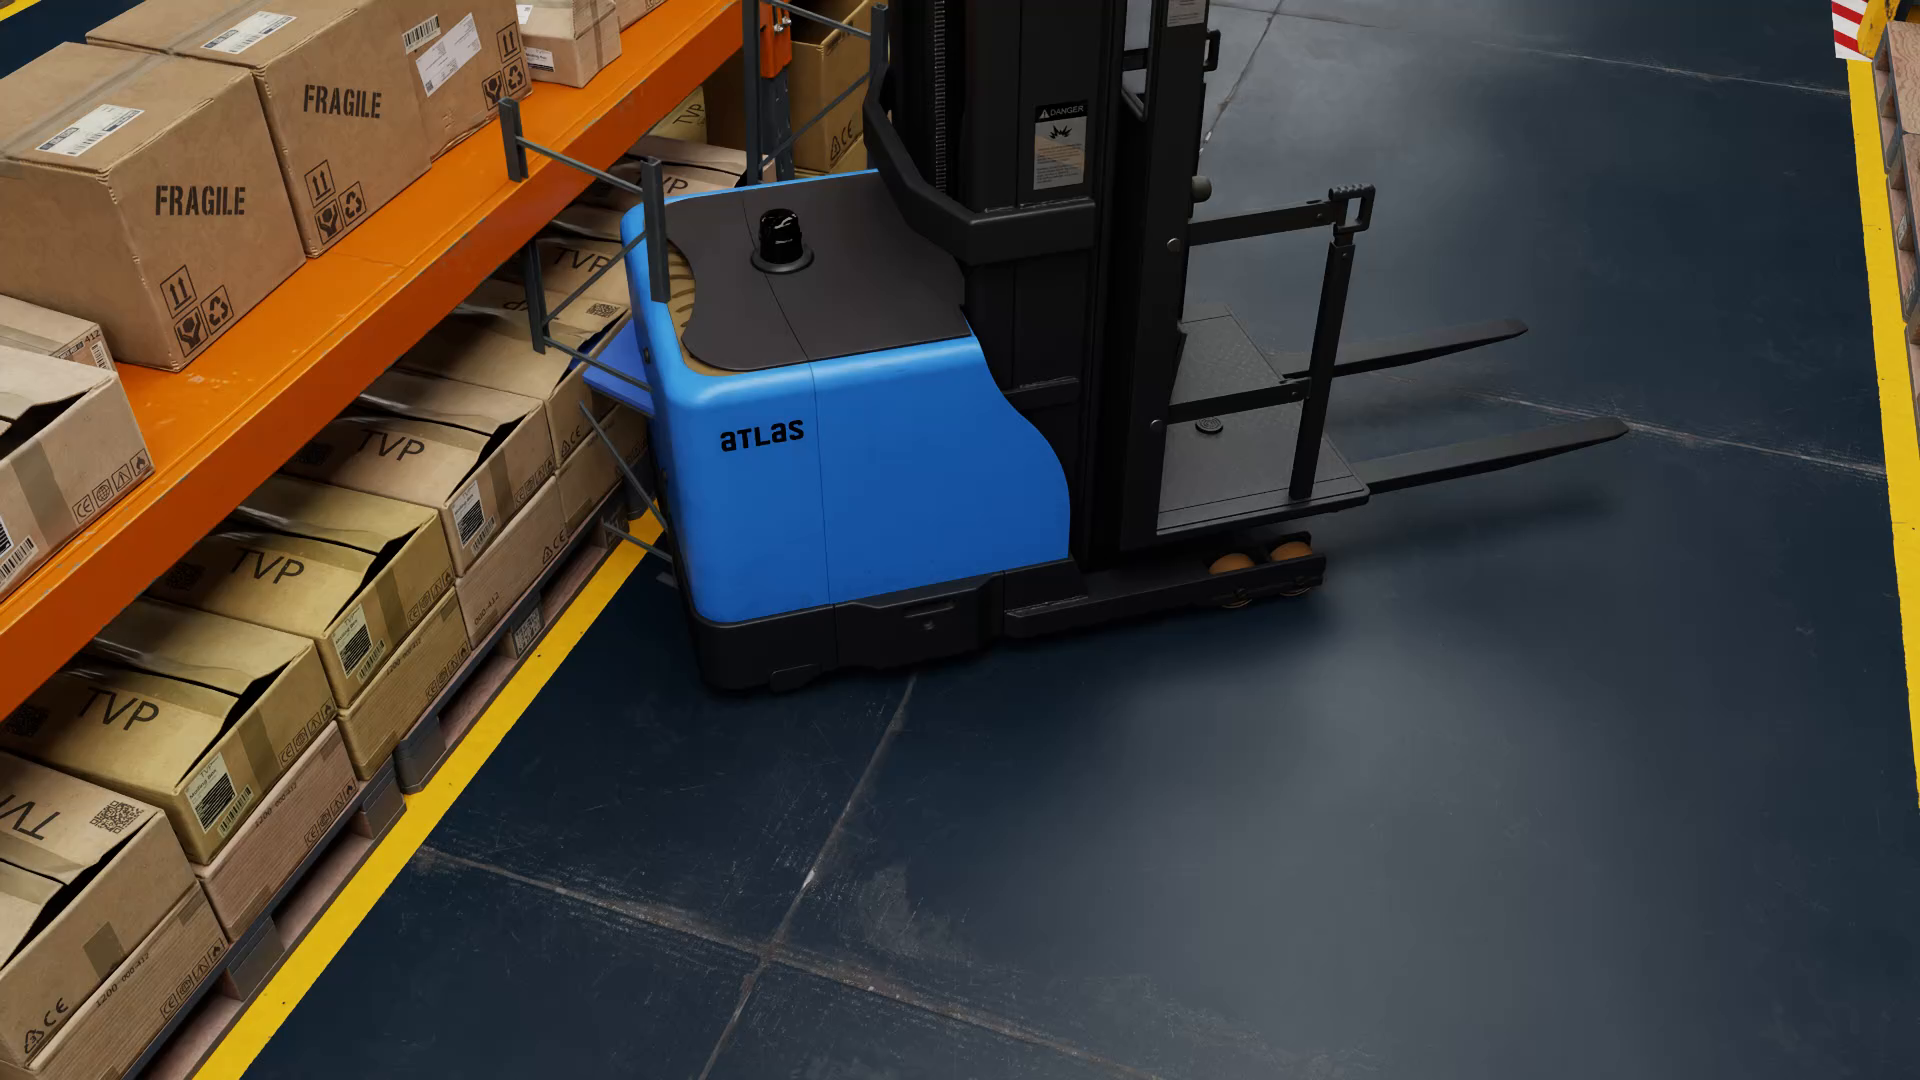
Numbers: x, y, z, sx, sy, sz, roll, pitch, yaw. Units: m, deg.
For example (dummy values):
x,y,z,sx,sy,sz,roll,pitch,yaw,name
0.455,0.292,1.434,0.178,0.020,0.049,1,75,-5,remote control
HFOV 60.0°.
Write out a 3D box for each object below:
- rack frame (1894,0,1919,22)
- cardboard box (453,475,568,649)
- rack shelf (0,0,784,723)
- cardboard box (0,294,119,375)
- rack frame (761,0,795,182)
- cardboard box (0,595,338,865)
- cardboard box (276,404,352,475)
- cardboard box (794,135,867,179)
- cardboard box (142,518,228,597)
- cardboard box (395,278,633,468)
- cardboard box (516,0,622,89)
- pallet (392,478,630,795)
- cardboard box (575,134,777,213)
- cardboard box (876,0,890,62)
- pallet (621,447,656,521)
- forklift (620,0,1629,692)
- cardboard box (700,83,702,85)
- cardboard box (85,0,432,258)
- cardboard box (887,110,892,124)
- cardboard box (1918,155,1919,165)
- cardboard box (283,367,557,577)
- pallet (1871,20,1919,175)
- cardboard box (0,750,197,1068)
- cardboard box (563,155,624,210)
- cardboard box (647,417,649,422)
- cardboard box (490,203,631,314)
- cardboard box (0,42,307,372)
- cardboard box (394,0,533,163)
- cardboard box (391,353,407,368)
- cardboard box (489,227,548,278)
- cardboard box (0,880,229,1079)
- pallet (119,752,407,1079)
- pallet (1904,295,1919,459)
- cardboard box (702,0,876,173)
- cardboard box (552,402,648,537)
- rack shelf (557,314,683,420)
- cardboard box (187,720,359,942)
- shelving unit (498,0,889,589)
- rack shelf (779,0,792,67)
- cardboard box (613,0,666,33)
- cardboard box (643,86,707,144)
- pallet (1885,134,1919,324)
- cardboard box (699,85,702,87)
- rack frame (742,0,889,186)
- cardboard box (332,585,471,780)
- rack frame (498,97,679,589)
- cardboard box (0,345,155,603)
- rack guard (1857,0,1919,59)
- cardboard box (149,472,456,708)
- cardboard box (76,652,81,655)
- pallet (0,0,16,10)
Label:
x,y,z,sx,sy,sz,roll,pitch,yaw,name
4.941,-3.475,7.012,1.000,3.000,0.127,13,42,15,rack frame
-1.477,0.002,4.732,0.500,0.250,0.500,14,42,16,cardboard box
-1.767,-0.639,4.242,1.077,0.370,4.000,13,42,15,rack shelf
-2.068,-0.387,3.587,0.380,0.149,0.250,16,43,18,cardboard box
-1.084,-2.132,5.438,1.000,3.000,0.127,13,42,15,rack frame
-1.825,0.404,3.829,0.500,0.311,0.500,12,42,14,cardboard box
-1.983,-0.325,4.682,0.500,0.311,0.500,14,43,16,cardboard box
-0.640,-1.462,6.447,0.500,0.250,0.500,13,42,15,cardboard box
-2.157,-0.020,4.325,0.500,0.311,0.500,13,42,15,cardboard box
-1.298,-0.526,4.919,0.500,0.311,0.500,13,42,15,cardboard box
-1.212,-1.504,4.805,0.396,0.266,0.258,12,42,14,cardboard box
-1.714,0.133,4.931,1.003,0.211,1.213,13,42,15,pallet
-0.953,-1.149,5.648,0.500,0.311,0.500,13,42,15,cardboard box
-0.467,-2.051,6.561,0.500,0.500,0.500,13,42,15,cardboard box
-1.299,-0.613,5.806,1.003,0.211,1.213,13,42,15,pallet
0.597,-1.229,4.432,3.031,2.935,1.130,-11,42,-12,forklift
-0.948,-2.165,6.694,0.500,0.500,0.500,13,42,15,cardboard box
-1.713,-1.079,4.126,0.500,0.500,0.500,13,42,15,cardboard box
-0.464,-1.765,6.803,0.500,0.250,0.500,13,42,15,cardboard box
4.127,-1.505,6.290,0.700,0.500,0.500,11,42,12,cardboard box
-1.473,-0.220,4.560,0.500,0.311,0.500,13,42,15,cardboard box
4.604,-1.880,7.291,1.003,0.211,1.213,13,42,15,pallet
-1.996,0.726,3.451,0.500,0.311,0.500,15,43,17,cardboard box
-1.459,-1.263,5.782,0.500,0.311,0.500,13,42,15,cardboard box
-1.128,-0.621,5.461,0.500,0.250,0.500,13,42,14,cardboard box
-1.125,-0.830,5.275,0.500,0.311,0.500,14,43,16,cardboard box
-1.893,-0.758,3.750,0.500,0.500,0.500,11,42,13,cardboard box
-1.542,-1.384,4.484,0.500,0.500,0.500,16,43,18,cardboard box
-1.811,-0.643,5.055,0.500,0.311,0.500,12,42,14,cardboard box
-1.635,-0.958,5.425,0.500,0.311,0.500,13,42,15,cardboard box
-1.996,0.939,3.633,0.500,0.250,0.500,13,42,15,cardboard box
-2.133,0.875,4.062,1.003,0.211,1.213,13,42,15,pallet
3.769,-0.392,5.547,1.003,0.211,1.213,13,42,15,pallet
-0.631,-1.745,6.201,0.500,0.500,0.500,13,42,15,cardboard box
-1.302,-0.309,5.095,0.500,0.250,0.500,14,42,16,cardboard box
-0.743,-0.642,5.093,0.538,0.185,1.000,25,48,20,rack shelf
-1.825,0.633,3.992,0.500,0.250,0.500,12,42,14,cardboard box
-0.731,-0.771,4.967,0.538,1.500,1.048,25,48,20,shelving unit
-0.400,-3.078,7.101,1.077,0.370,4.000,13,42,15,rack shelf
-1.211,-1.765,5.124,0.500,0.250,0.500,16,43,18,cardboard box
-1.130,-1.577,6.583,0.500,0.250,0.500,13,42,15,cardboard box
4.185,-1.138,6.422,1.003,0.211,1.213,13,42,15,pallet
-0.950,-1.880,6.938,0.500,0.250,0.500,13,42,15,cardboard box
-0.467,-1.062,5.290,0.500,1.500,0.032,25,48,20,rack frame
-1.653,0.314,4.366,0.500,0.250,0.500,12,42,14,cardboard box
-0.995,-0.480,4.645,0.500,1.500,0.032,25,48,20,rack frame
-1.964,-0.161,3.197,0.500,0.311,0.500,13,42,15,cardboard box
4.915,-2.478,7.769,1.175,0.500,0.348,13,42,15,rack guard
-1.648,0.093,4.193,0.500,0.311,0.500,12,42,14,cardboard box
-2.332,0.288,3.965,0.500,0.311,0.500,13,42,14,cardboard box
-5.468,-2.574,8.104,1.003,0.211,1.213,13,42,15,pallet
